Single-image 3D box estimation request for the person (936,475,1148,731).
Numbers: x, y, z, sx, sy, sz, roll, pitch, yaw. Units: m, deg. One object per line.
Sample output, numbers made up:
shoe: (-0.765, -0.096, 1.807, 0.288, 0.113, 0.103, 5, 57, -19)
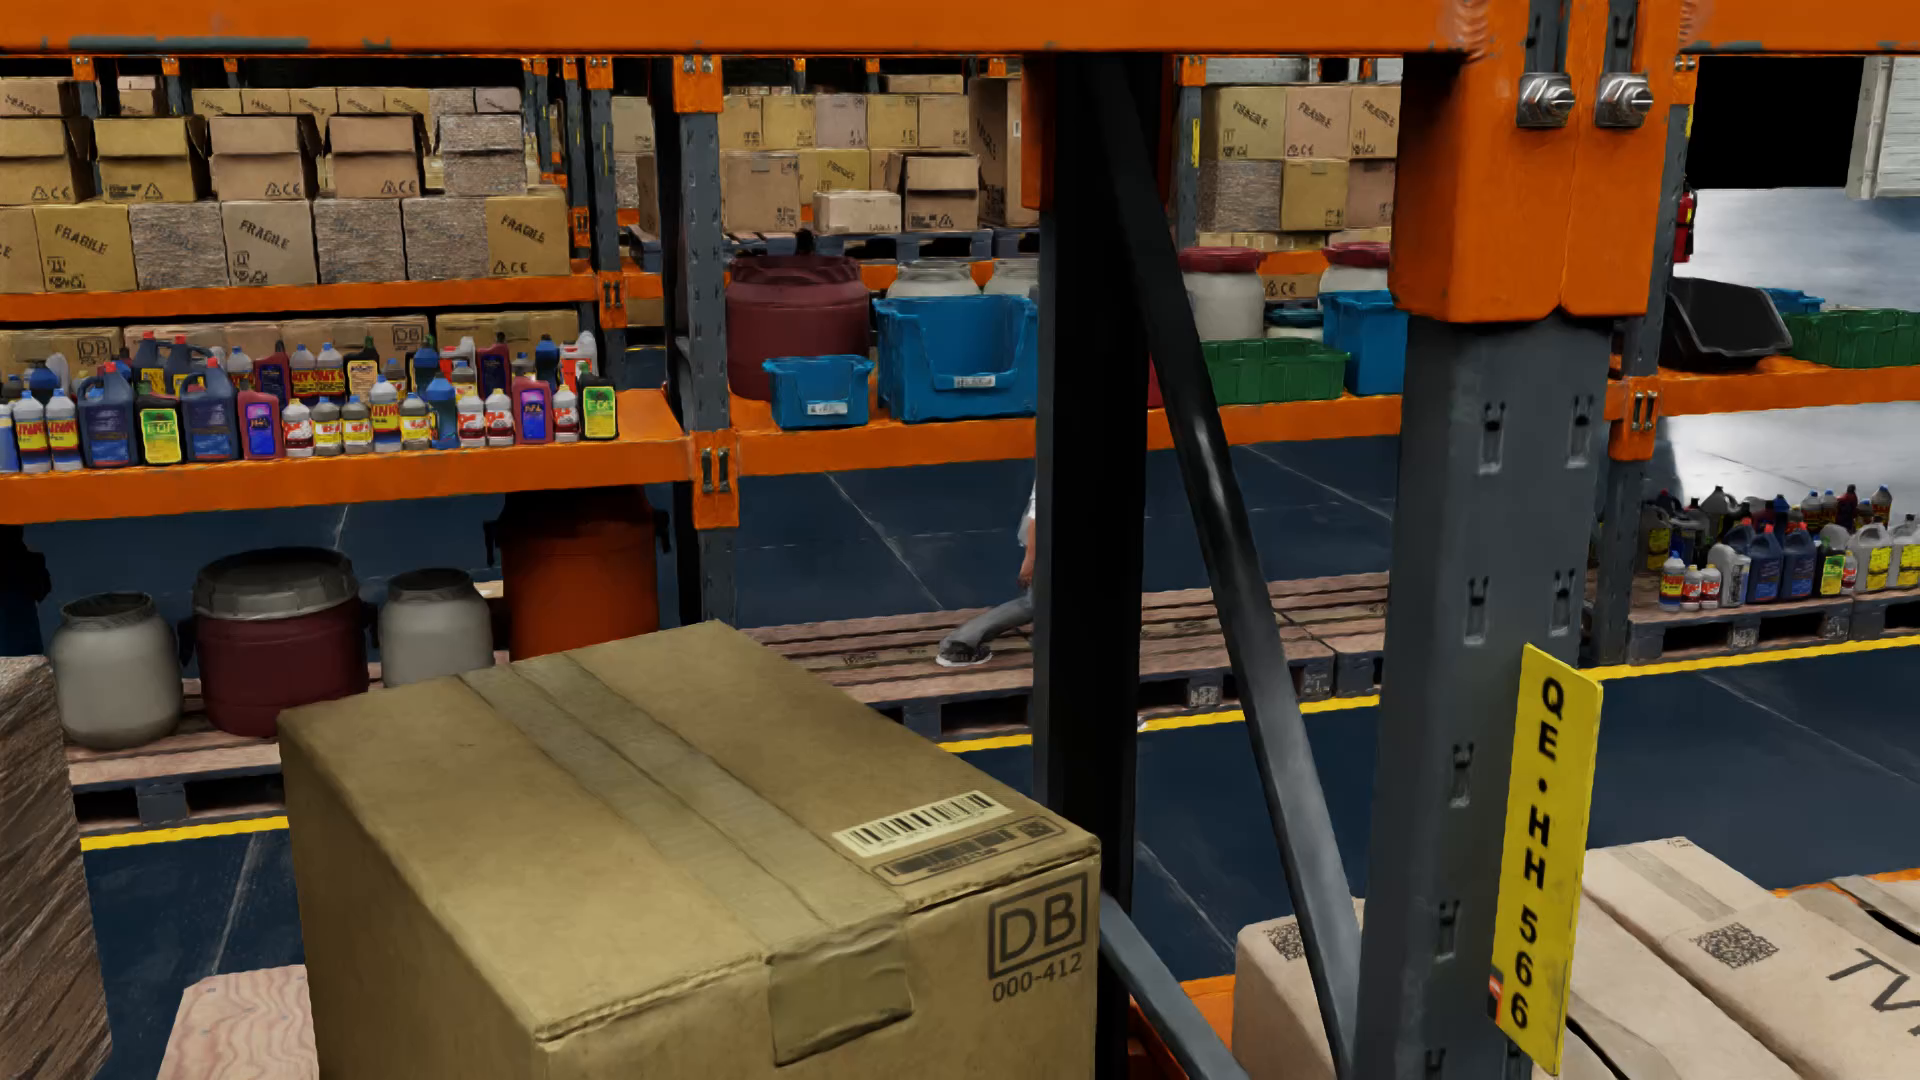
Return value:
person: (0.330, -0.004, 6.632, 0.879, 1.545, 0.457, 2, 16, 6)
